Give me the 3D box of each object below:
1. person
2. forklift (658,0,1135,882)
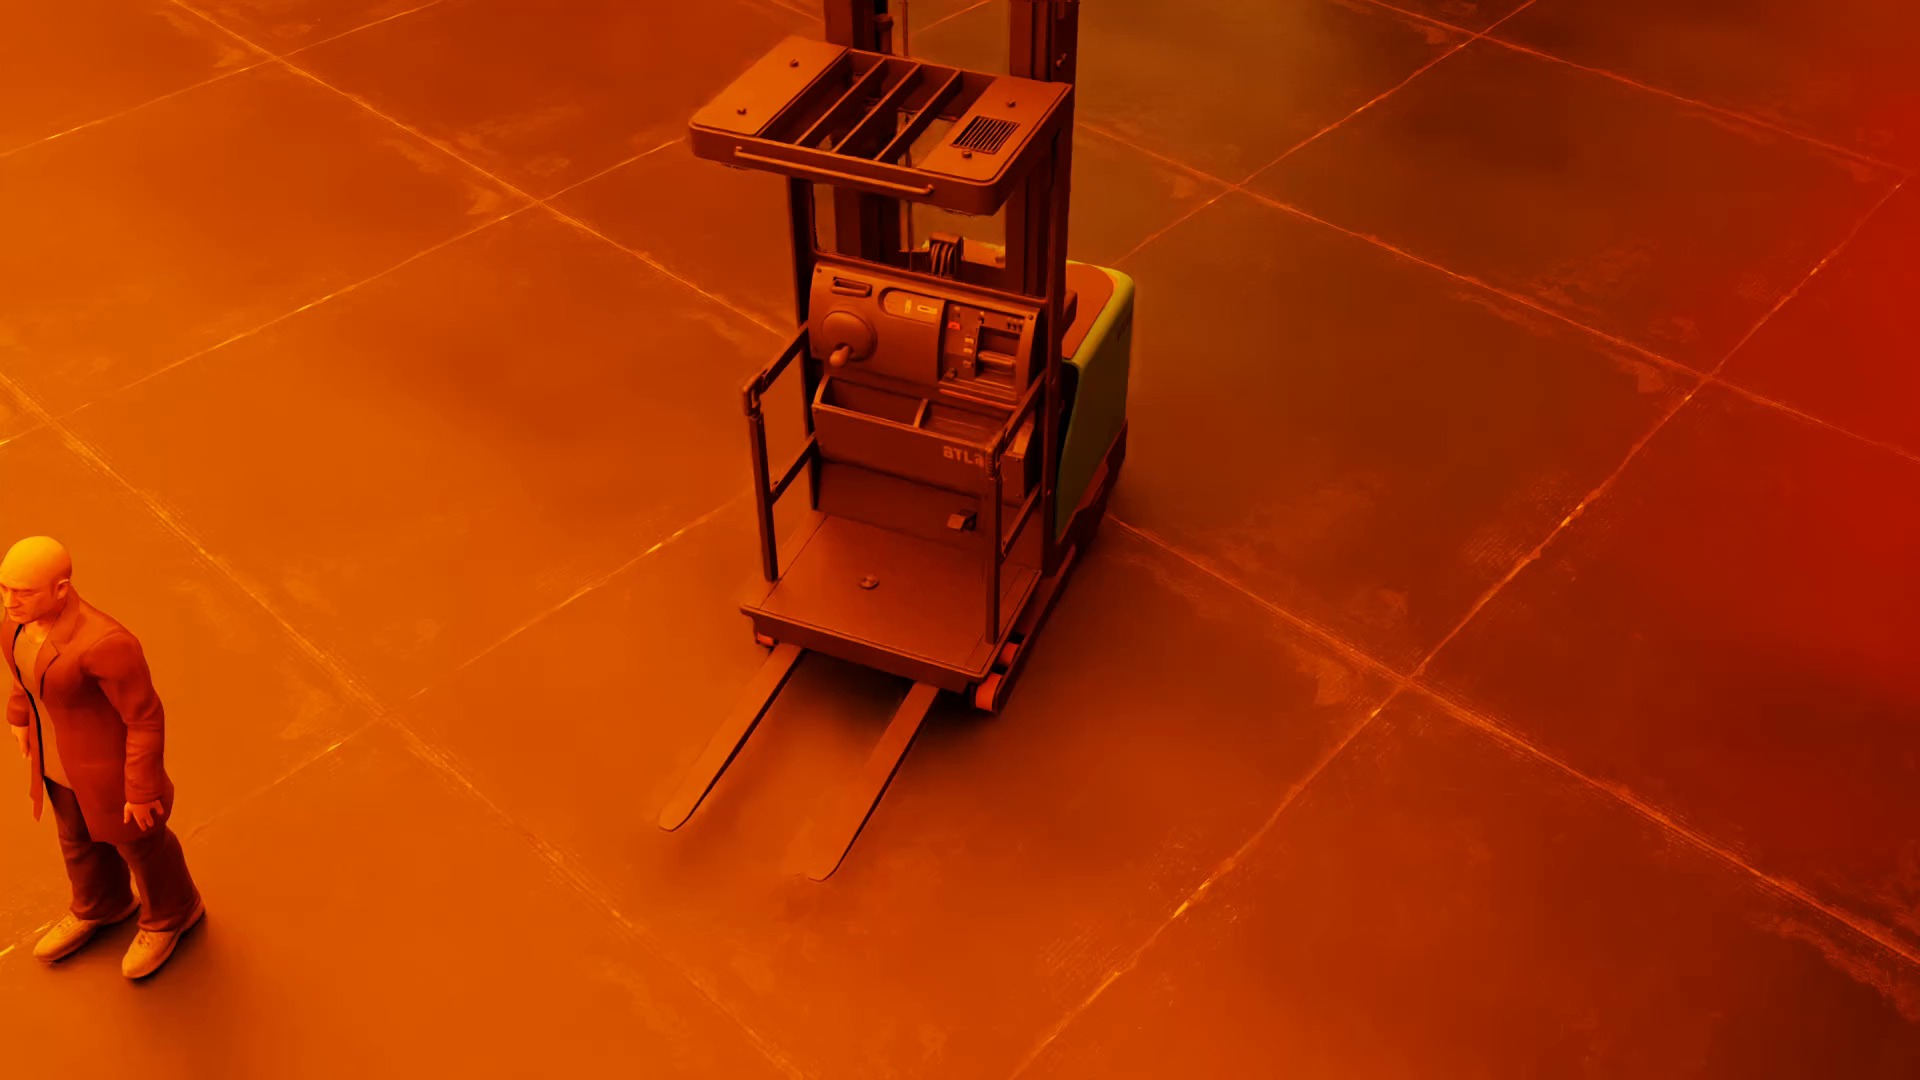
[{"bbox_3d":[-2.890,0.764,5.413,0.694,1.777,0.580,22,45,23],"label":"person"},{"bbox_3d":[-0.230,-0.720,6.268,1.130,2.935,3.031,15,43,17],"label":"forklift"}]
